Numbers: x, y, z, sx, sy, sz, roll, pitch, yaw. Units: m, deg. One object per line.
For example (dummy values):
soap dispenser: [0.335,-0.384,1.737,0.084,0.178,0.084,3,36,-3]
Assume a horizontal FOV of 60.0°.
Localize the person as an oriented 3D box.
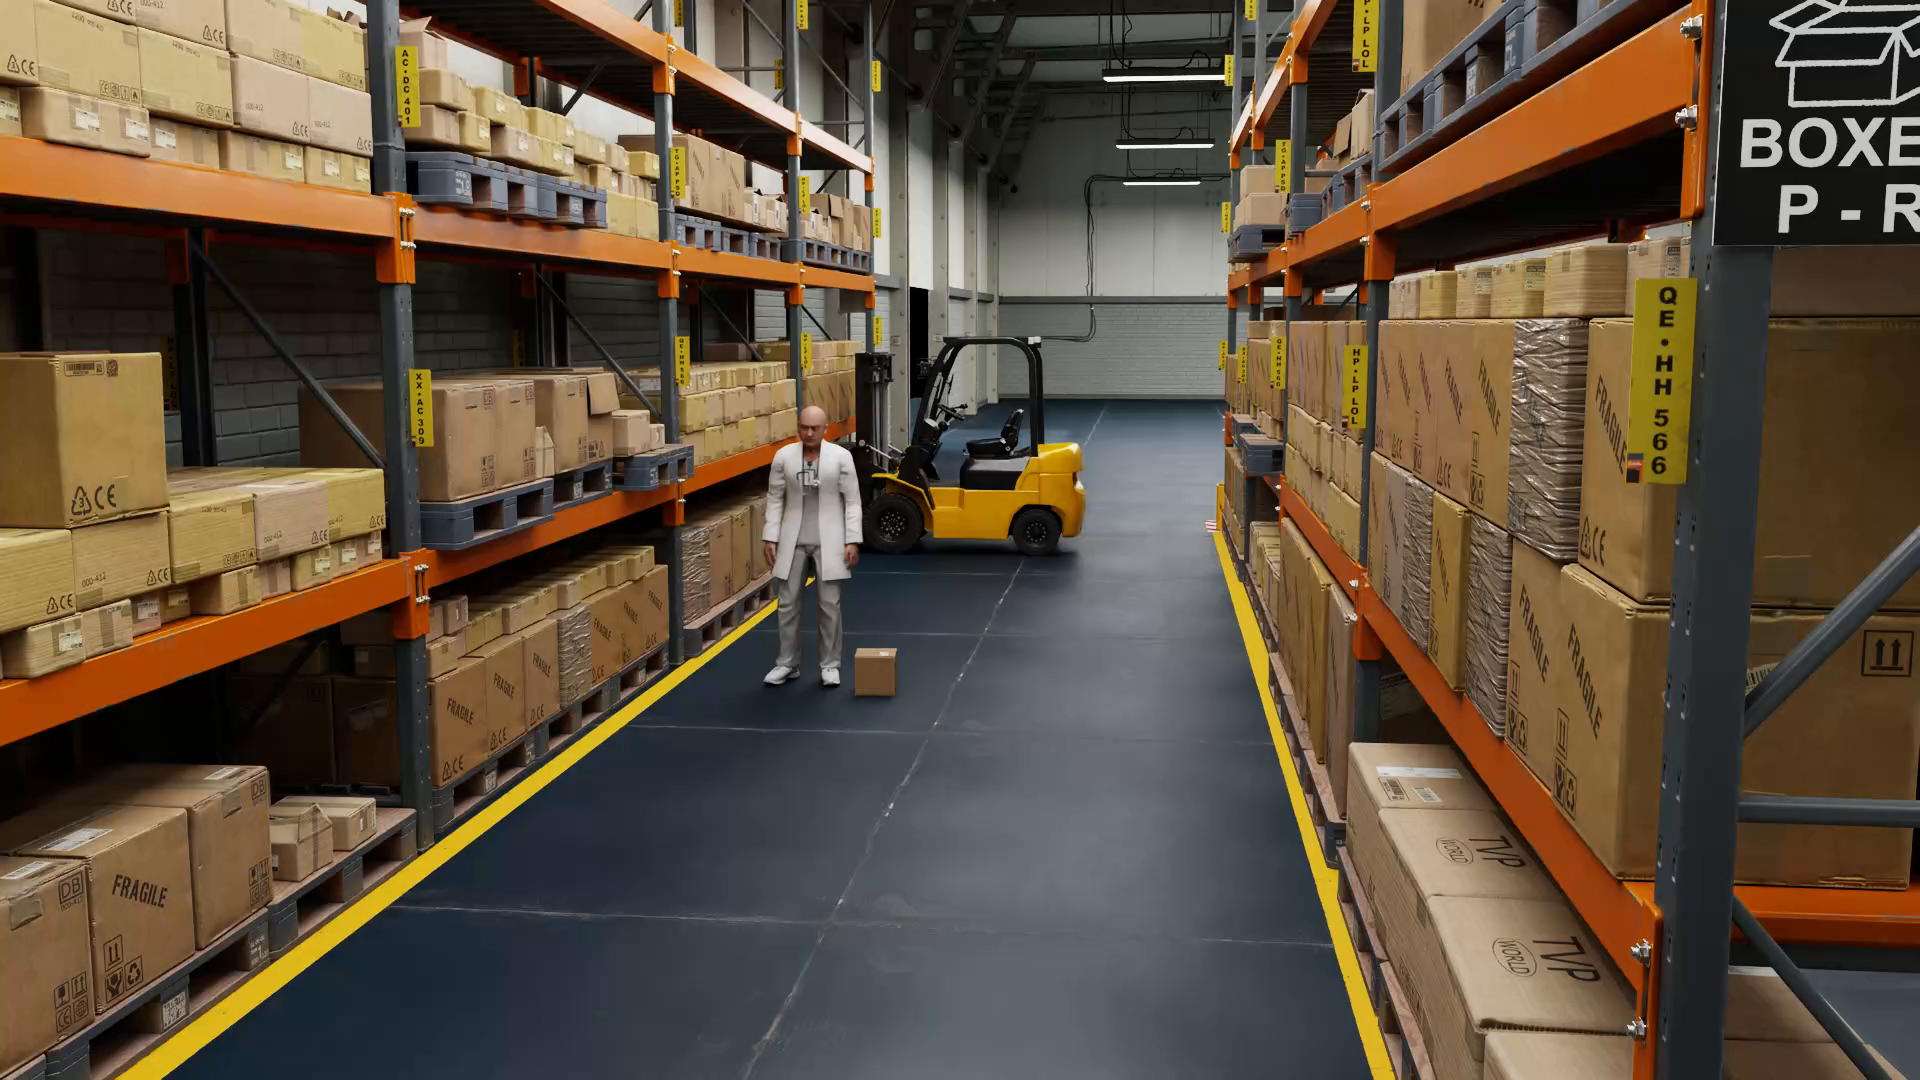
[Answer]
person: [-0.941,0.031,10.609,0.655,1.774,0.415,1,7,6]
